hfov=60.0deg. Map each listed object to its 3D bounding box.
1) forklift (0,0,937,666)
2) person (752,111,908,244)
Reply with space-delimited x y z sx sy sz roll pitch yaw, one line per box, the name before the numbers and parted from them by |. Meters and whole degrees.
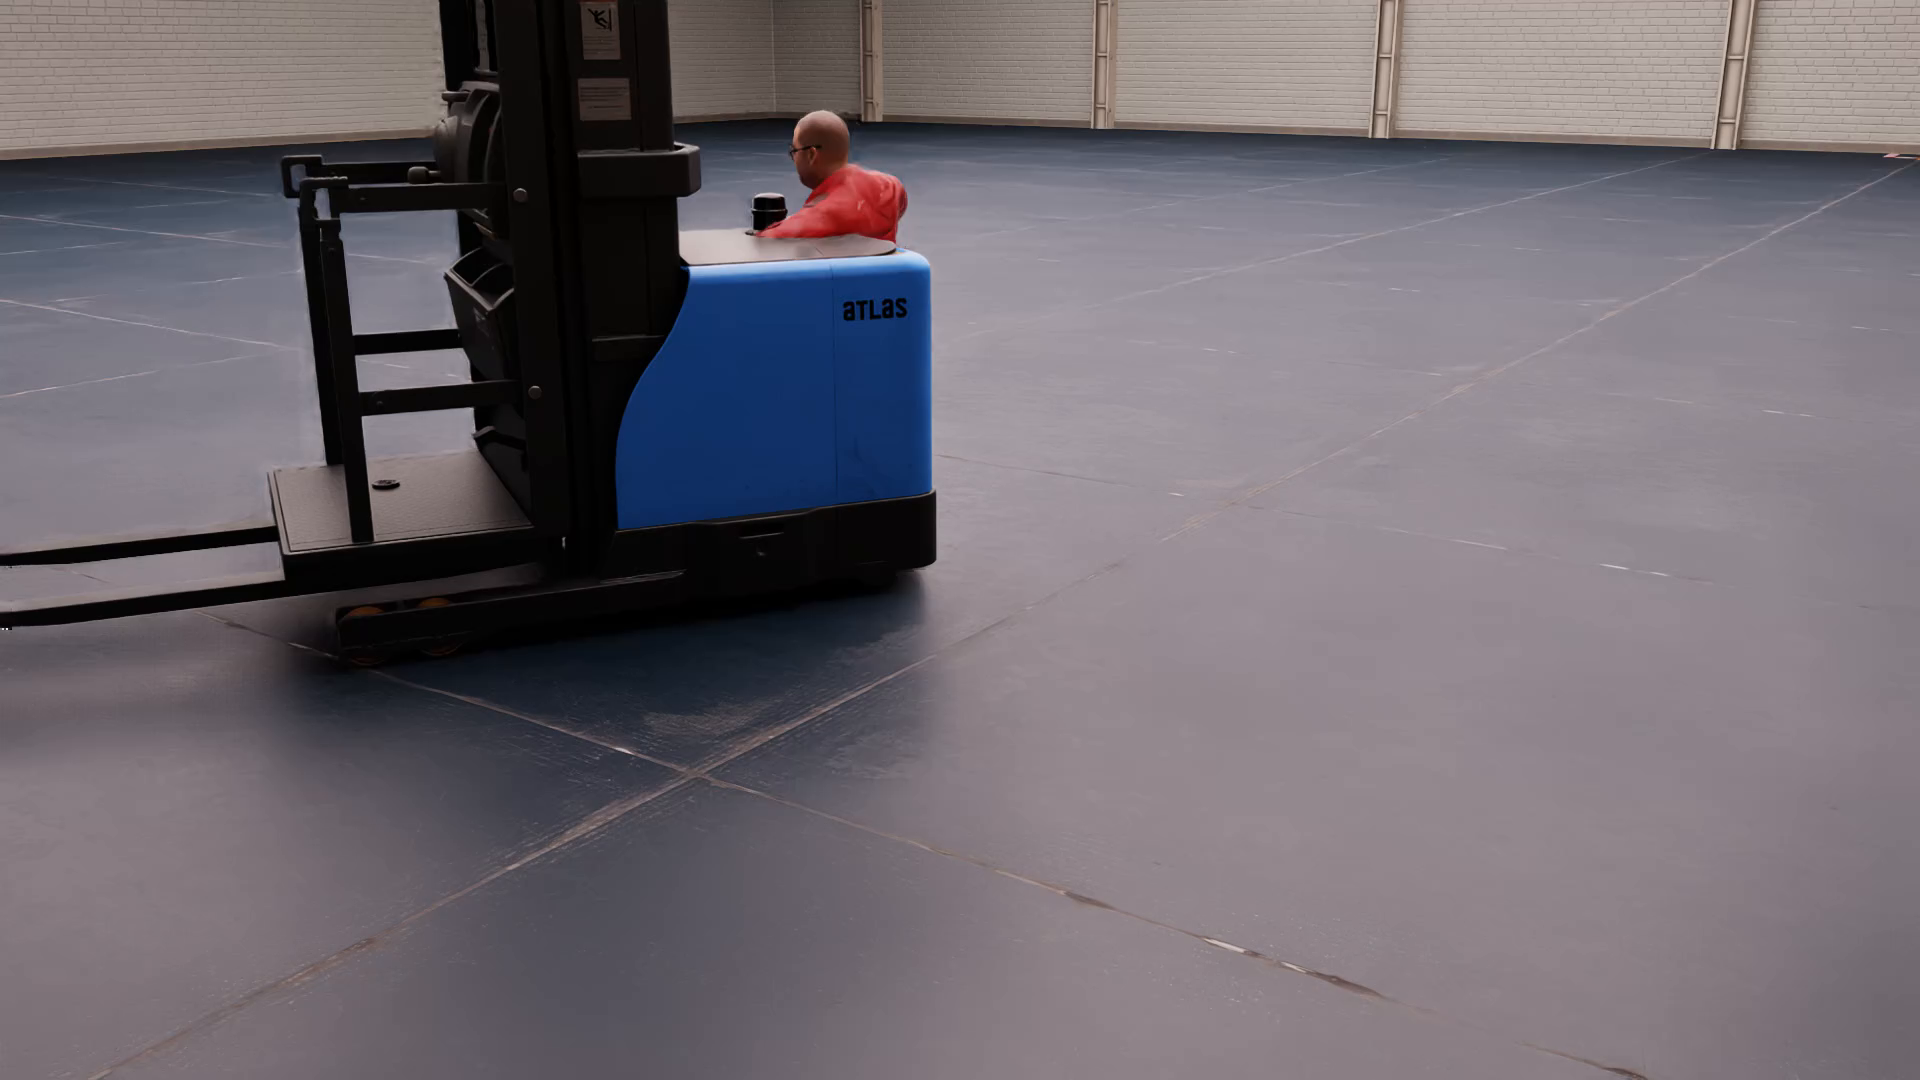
forklift | -1.640 -1.217 4.901 3.031 2.935 1.130 -7 18 -23
person | -0.604 -0.726 5.864 0.788 1.541 0.950 6 18 18
